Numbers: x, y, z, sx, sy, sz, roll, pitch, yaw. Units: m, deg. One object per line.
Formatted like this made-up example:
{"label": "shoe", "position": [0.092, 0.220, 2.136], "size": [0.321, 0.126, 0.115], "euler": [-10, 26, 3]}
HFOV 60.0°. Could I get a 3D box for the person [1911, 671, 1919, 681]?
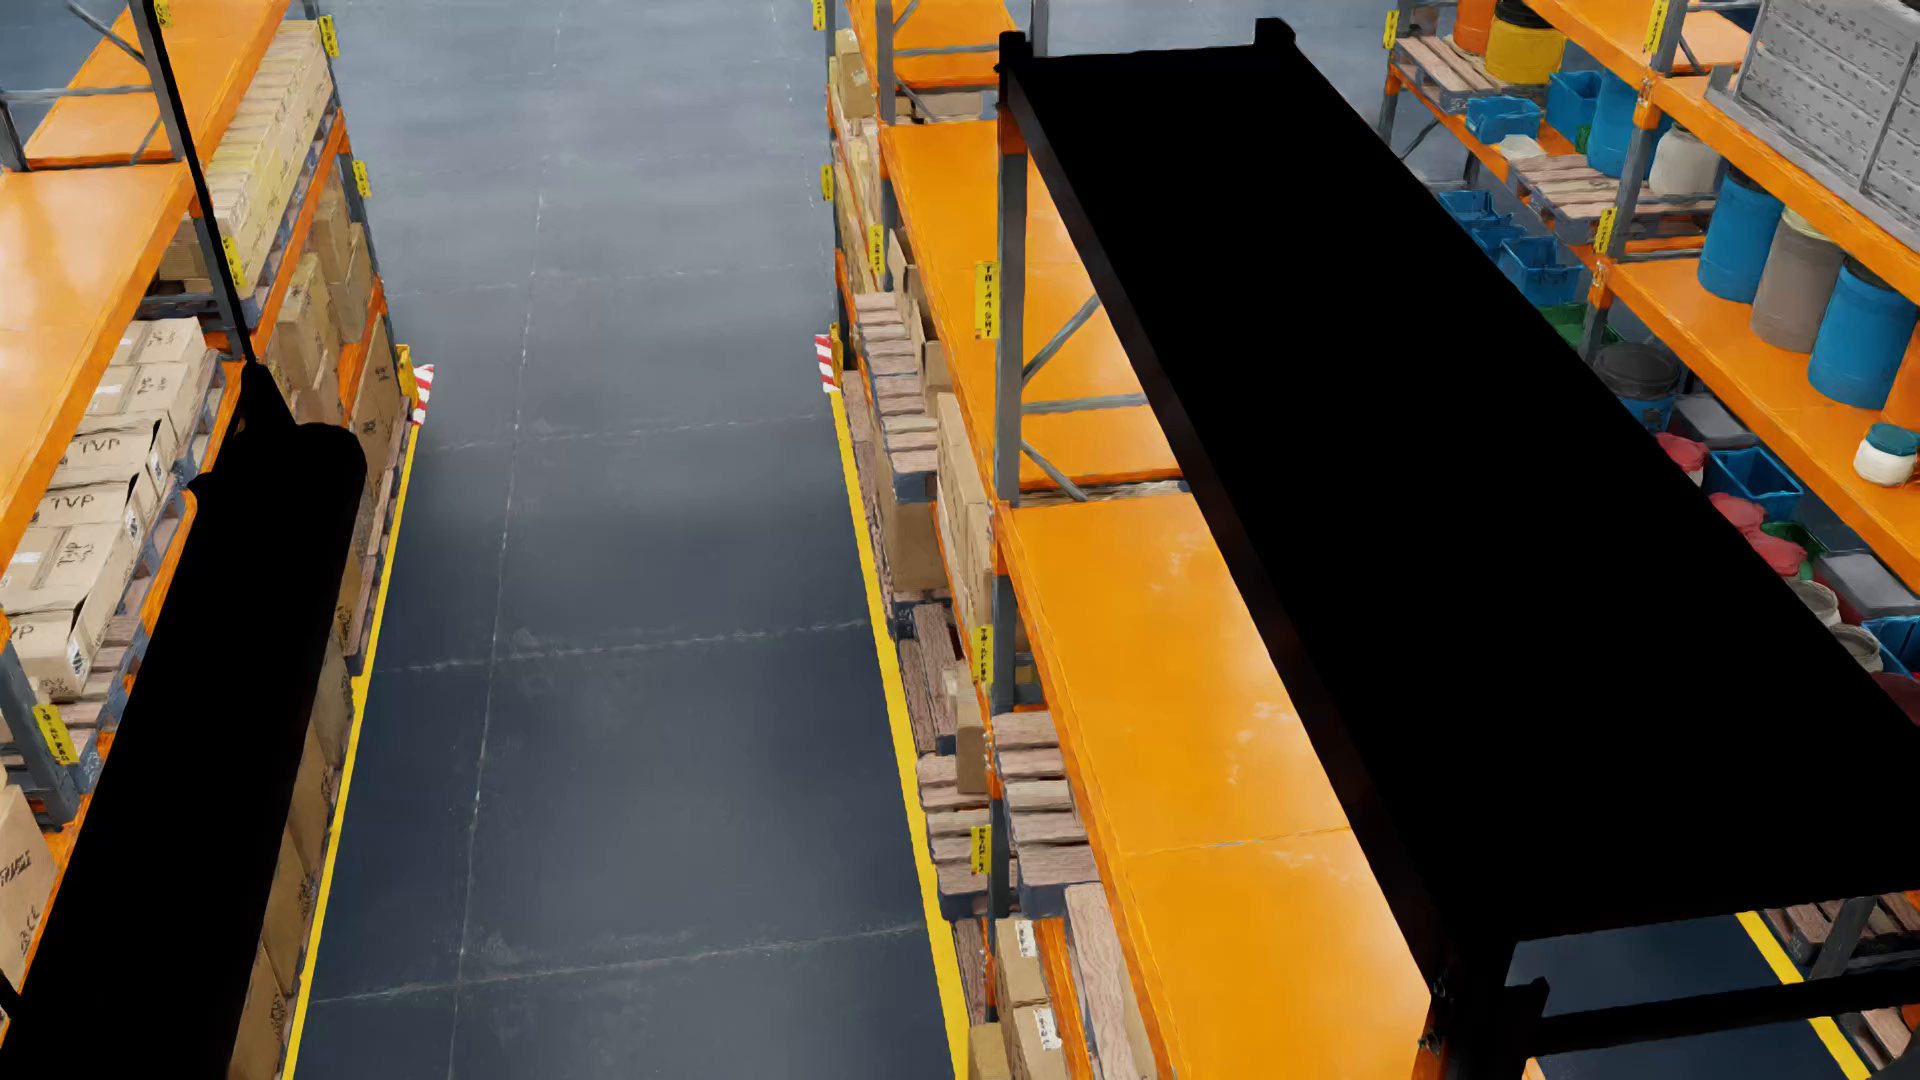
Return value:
{"label": "person", "position": [5.846, 1.304, 10.249], "size": [0.747, 1.710, 0.600], "euler": [24, 43, 29]}
